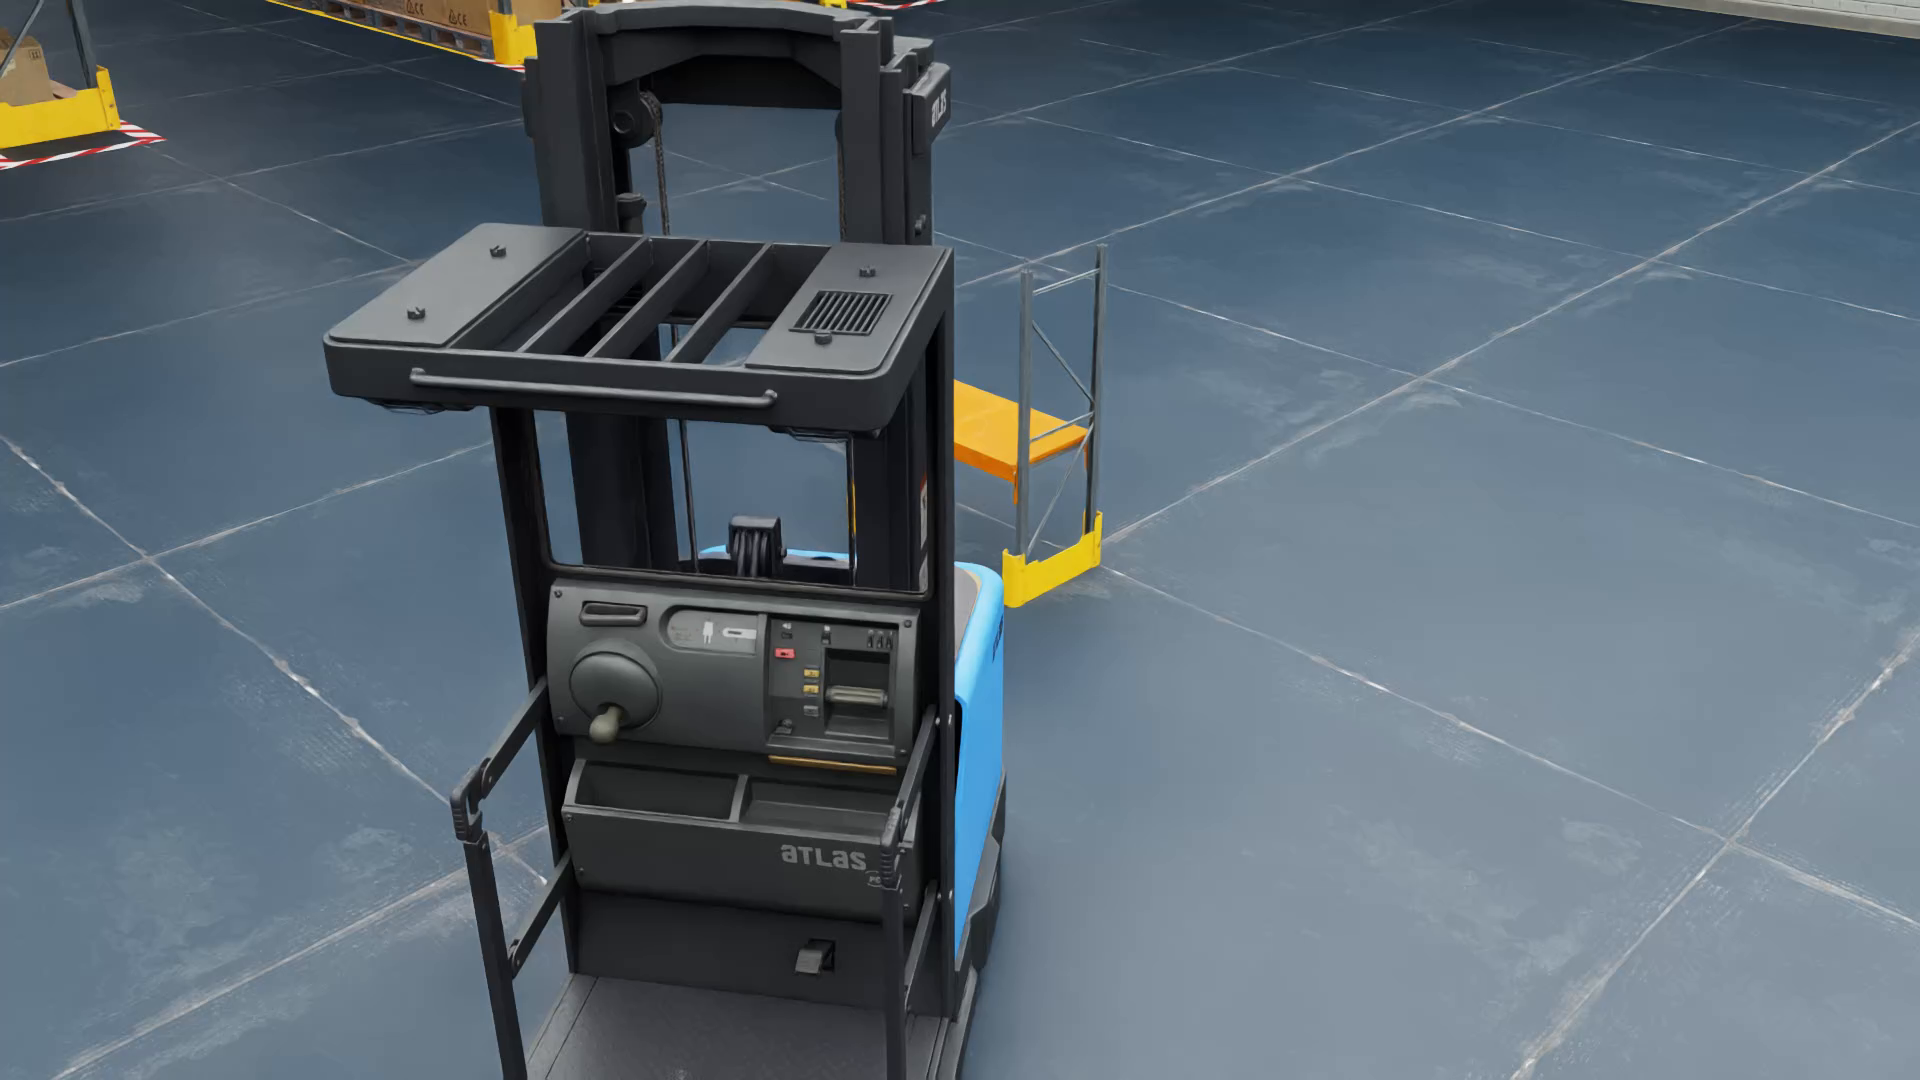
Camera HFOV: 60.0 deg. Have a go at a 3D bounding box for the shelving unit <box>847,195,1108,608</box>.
[{"bbox_3d":[0.054,-0.639,7.354,1.083,1.500,0.587,25,36,38],"label":"shelving unit"}]

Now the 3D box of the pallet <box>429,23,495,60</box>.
[{"bbox_3d":[-4.924,-5.410,17.811,1.213,0.211,1.003,25,36,38],"label":"pallet"}]

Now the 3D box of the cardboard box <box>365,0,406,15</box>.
[{"bbox_3d":[-6.107,-6.438,18.603,0.875,0.875,0.875,25,37,39],"label":"cardboard box"}]

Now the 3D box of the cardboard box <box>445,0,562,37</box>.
[{"bbox_3d":[-4.829,-5.854,17.492,0.875,0.875,0.875,25,37,39],"label":"cardboard box"}]

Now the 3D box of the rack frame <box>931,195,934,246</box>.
[{"bbox_3d":[-0.302,-0.802,7.663,0.032,1.500,0.500,25,36,38],"label":"rack frame"}]

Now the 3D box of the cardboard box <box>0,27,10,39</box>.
[{"bbox_3d":[-8.732,-4.268,14.879,0.500,0.500,0.500,-15,31,-27],"label":"cardboard box"}]

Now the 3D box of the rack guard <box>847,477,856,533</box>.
[{"bbox_3d":[-0.301,-0.248,7.954,0.087,0.250,0.587,25,36,38],"label":"rack guard"}]

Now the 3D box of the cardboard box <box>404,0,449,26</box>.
[{"bbox_3d":[-5.458,-6.140,18.036,0.875,0.875,0.875,24,36,38],"label":"cardboard box"}]

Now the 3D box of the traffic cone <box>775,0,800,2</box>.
[{"bbox_3d":[-2.112,-6.674,19.946,0.334,0.463,0.336,25,36,38],"label":"traffic cone"}]

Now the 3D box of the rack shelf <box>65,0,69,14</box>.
[{"bbox_3d":[-9.275,-5.130,15.056,4.000,0.370,1.077,25,36,38],"label":"rack shelf"}]

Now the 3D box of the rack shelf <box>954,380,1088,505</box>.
[{"bbox_3d":[0.061,-0.477,7.432,1.000,0.185,0.538,25,36,38],"label":"rack shelf"}]

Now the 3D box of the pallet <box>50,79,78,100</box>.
[{"bbox_3d":[-8.457,-3.863,14.871,1.213,0.211,1.003,25,36,38],"label":"pallet"}]

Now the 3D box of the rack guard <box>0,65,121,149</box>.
[{"bbox_3d":[-7.903,-3.714,14.277,0.348,0.500,1.175,25,36,38],"label":"rack guard"}]

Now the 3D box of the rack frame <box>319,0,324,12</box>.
[{"bbox_3d":[-7.151,-7.714,19.198,0.127,3.000,1.000,25,36,38],"label":"rack frame"}]

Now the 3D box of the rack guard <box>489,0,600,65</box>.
[{"bbox_3d":[-4.282,-5.295,17.283,0.348,0.500,1.175,25,36,38],"label":"rack guard"}]

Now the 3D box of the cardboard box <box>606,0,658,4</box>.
[{"bbox_3d":[-3.928,-6.713,19.976,0.637,0.503,0.797,2,28,4],"label":"cardboard box"}]

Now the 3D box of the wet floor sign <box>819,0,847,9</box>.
[{"bbox_3d":[-1.515,-6.626,19.657,0.267,0.644,0.232,-13,30,-22],"label":"wet floor sign"}]

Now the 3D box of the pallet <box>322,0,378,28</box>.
[{"bbox_3d":[-6.664,-6.206,19.326,1.213,0.211,1.003,25,36,38],"label":"pallet"}]

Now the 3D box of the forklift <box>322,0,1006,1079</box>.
[{"bbox_3d":[-0.597,0.369,3.898,1.130,2.935,3.031,4,28,8],"label":"forklift"}]

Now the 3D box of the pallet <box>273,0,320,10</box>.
[{"bbox_3d":[-7.754,-6.707,20.278,1.213,0.211,1.003,25,36,38],"label":"pallet"}]

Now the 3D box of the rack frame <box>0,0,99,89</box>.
[{"bbox_3d":[-7.849,-4.796,13.648,0.127,3.000,1.000,25,36,38],"label":"rack frame"}]

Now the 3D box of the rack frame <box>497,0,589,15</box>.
[{"bbox_3d":[-4.299,-6.409,16.716,0.127,3.000,1.000,25,36,38],"label":"rack frame"}]

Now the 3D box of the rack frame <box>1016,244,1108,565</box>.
[{"bbox_3d":[0.423,-0.470,7.033,0.032,1.500,0.500,25,36,38],"label":"rack frame"}]

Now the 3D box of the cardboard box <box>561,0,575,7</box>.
[{"bbox_3d":[-4.634,-6.554,19.930,0.396,0.266,0.258,-18,33,-31],"label":"cardboard box"}]

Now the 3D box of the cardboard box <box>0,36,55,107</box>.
[{"bbox_3d":[-8.282,-4.085,14.530,0.500,0.500,0.500,-18,33,-30],"label":"cardboard box"}]

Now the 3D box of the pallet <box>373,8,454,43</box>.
[{"bbox_3d":[-5.790,-5.808,18.568,1.213,0.211,1.003,25,36,38],"label":"pallet"}]

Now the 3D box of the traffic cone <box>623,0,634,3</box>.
[{"bbox_3d":[-3.682,-5.931,18.532,0.334,0.463,0.336,25,36,38],"label":"traffic cone"}]

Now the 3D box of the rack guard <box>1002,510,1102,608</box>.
[{"bbox_3d":[0.409,0.077,7.335,0.087,0.250,0.587,25,36,38],"label":"rack guard"}]

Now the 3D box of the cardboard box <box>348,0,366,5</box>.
[{"bbox_3d":[-6.752,-6.731,19.160,0.875,0.875,0.875,-25,36,-38],"label":"cardboard box"}]
